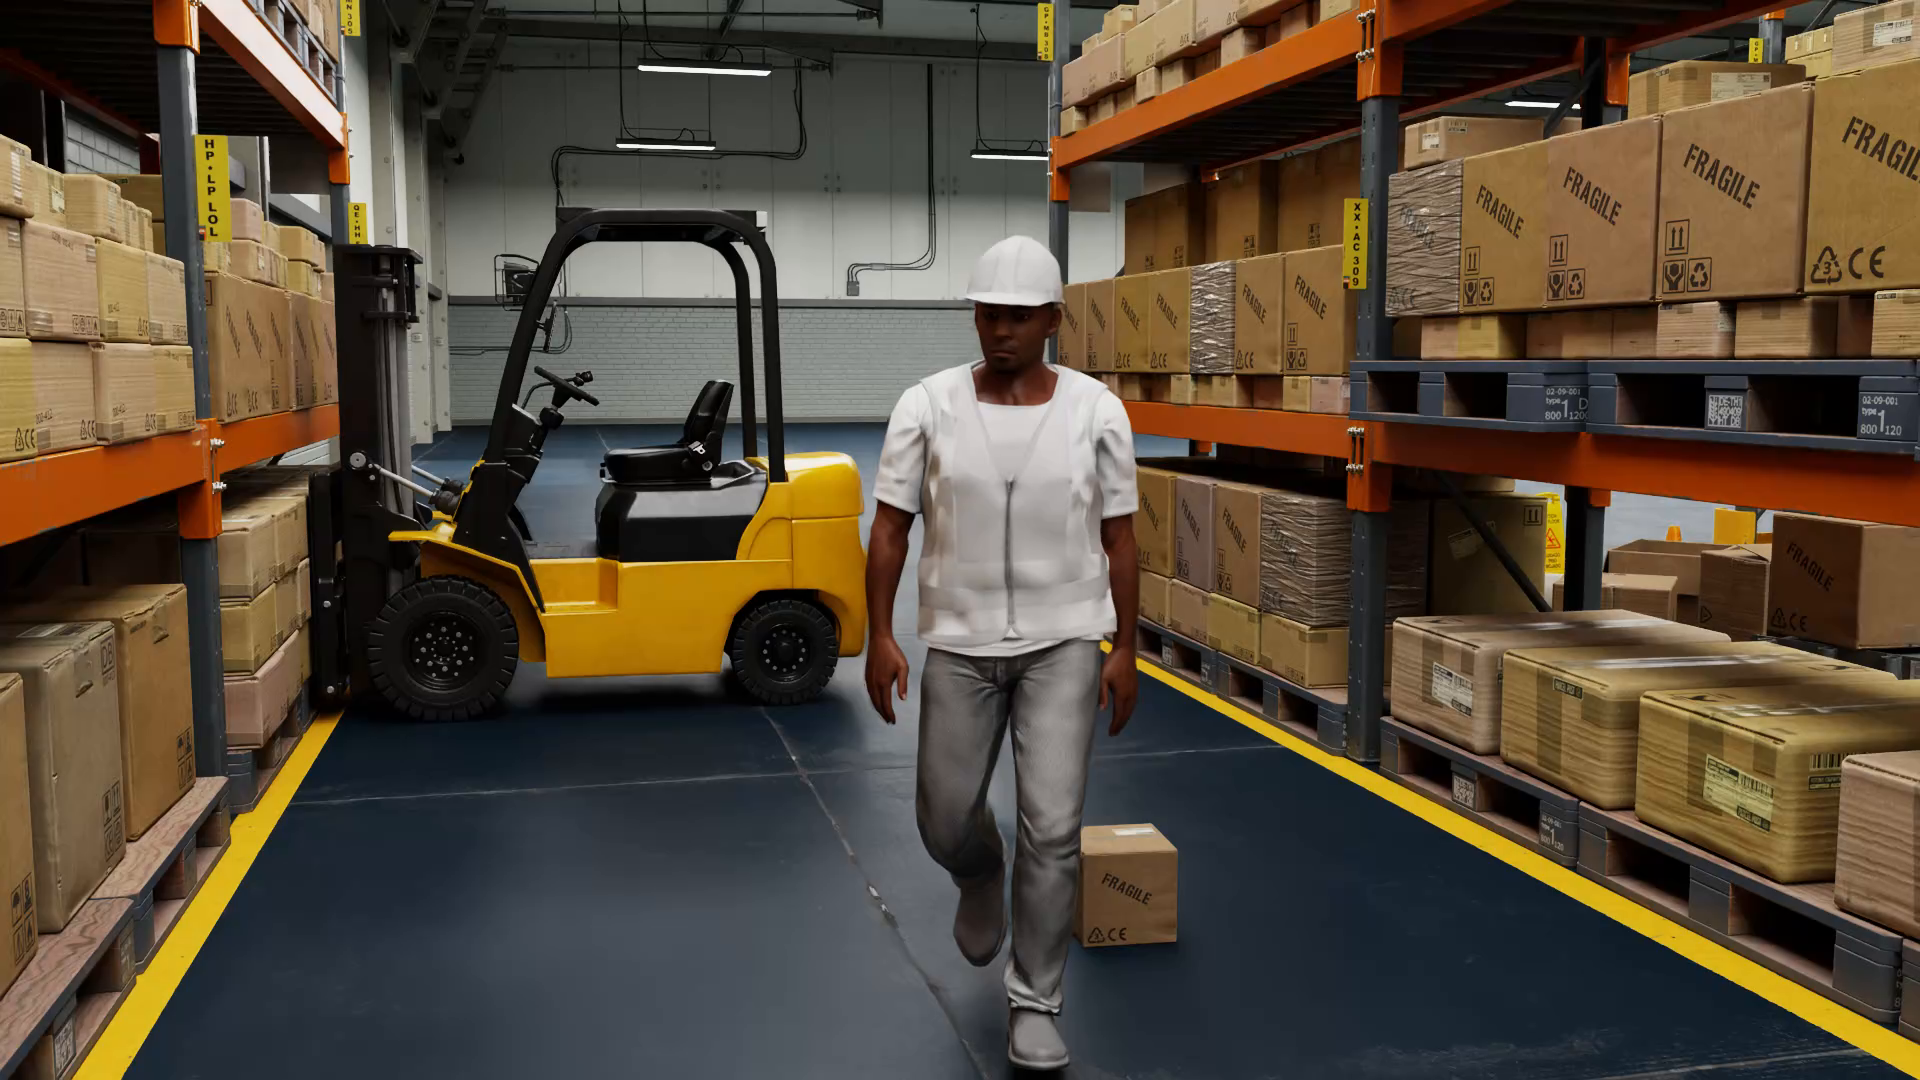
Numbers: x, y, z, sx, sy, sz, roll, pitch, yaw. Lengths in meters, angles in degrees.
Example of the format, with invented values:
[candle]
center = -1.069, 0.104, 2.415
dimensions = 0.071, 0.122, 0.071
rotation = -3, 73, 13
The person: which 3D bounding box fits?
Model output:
[person]
center = 0.090, -0.105, 3.579
dimensions = 0.601, 1.088, 0.361
rotation = 0, 6, 4
